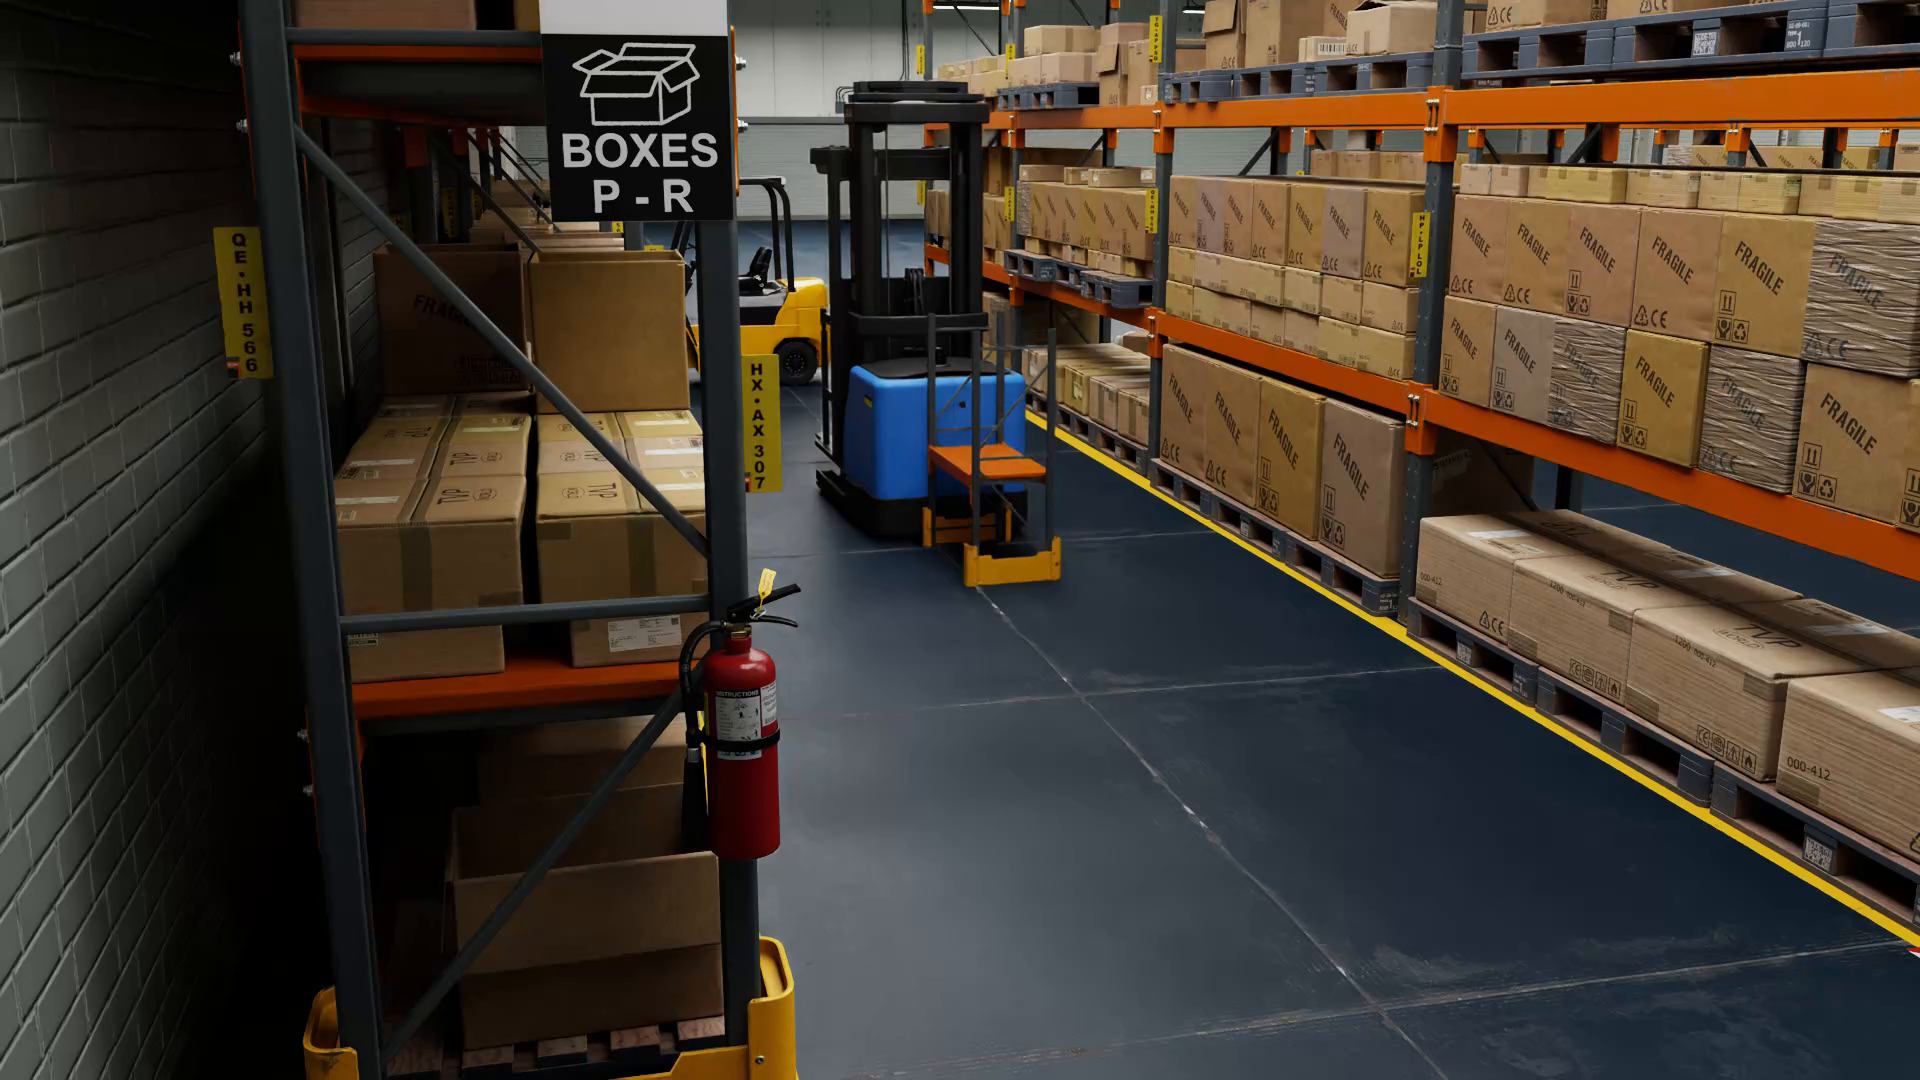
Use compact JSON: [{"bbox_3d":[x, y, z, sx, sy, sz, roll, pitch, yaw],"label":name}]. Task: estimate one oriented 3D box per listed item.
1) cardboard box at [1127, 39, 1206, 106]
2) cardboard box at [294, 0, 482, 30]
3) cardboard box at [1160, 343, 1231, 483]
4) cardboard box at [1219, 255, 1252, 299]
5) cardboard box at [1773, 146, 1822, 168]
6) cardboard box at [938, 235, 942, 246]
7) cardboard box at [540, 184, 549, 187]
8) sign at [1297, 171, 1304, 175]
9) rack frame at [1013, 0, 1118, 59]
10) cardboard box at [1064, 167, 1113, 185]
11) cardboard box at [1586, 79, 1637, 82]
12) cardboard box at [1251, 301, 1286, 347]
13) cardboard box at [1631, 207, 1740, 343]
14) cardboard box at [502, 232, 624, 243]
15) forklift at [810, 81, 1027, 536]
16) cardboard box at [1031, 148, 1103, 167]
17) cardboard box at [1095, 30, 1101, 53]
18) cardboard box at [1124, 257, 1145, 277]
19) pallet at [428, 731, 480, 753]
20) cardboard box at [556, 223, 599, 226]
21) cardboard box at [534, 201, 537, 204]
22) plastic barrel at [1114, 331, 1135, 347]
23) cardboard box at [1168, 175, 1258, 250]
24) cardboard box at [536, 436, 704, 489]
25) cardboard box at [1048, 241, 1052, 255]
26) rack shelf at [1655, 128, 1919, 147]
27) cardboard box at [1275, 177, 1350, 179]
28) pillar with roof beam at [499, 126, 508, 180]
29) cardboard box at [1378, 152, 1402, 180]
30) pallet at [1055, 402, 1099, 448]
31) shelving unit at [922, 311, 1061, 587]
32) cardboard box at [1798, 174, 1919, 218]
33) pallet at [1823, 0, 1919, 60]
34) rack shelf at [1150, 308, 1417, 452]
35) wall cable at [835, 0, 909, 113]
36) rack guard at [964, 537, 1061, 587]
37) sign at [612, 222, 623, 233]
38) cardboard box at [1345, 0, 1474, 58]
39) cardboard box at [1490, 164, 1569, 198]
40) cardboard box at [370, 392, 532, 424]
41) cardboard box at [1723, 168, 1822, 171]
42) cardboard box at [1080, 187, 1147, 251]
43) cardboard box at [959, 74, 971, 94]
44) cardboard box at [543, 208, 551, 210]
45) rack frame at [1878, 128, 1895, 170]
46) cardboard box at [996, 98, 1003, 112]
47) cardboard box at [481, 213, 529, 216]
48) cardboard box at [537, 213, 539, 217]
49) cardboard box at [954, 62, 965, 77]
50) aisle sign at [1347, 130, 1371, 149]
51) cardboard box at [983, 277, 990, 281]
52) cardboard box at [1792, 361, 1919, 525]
[{"bbox_3d":[1.734,-3.669,13.093,0.700,0.500,0.500,-3,14,-13],"label":"cardboard box"},{"bbox_3d":[-1.298,-1.217,3.796,0.380,0.149,0.250,-3,14,-12],"label":"cardboard box"},{"bbox_3d":[2.029,-0.952,12.094,0.875,0.875,0.875,-3,14,-14],"label":"cardboard box"},{"bbox_3d":[2.051,-1.748,11.025,0.500,0.250,0.500,-3,14,-13],"label":"cardboard box"},{"bbox_3d":[10.032,-4.417,19.742,0.500,0.500,0.500,-3,14,-13],"label":"cardboard box"},{"bbox_3d":[-0.053,-3.577,19.779,0.380,0.149,0.250,-3,14,-13],"label":"cardboard box"},{"bbox_3d":[-4.058,-3.537,16.879,0.380,0.149,0.250,-3,14,-13],"label":"cardboard box"},{"bbox_3d":[4.315,-4.518,21.109,0.100,0.325,0.005,-3,14,-13],"label":"sign"},{"bbox_3d":[1.008,-5.781,15.628,1.000,3.000,0.127,-3,14,-13],"label":"rack frame"},{"bbox_3d":[1.130,-3.206,14.639,0.380,0.149,0.250,-2,14,-10],"label":"cardboard box"},{"bbox_3d":[6.029,-4.367,15.348,0.396,0.266,0.258,-3,14,-13],"label":"cardboard box"},{"bbox_3d":[2.192,-1.392,10.619,0.500,0.250,0.500,-3,14,-13],"label":"cardboard box"},{"bbox_3d":[3.101,-1.080,6.709,0.500,0.500,0.500,-3,14,-14],"label":"cardboard box"},{"bbox_3d":[-2.314,-1.554,9.866,0.797,0.503,0.637,-4,14,-14],"label":"cardboard box"},{"bbox_3d":[-0.442,-1.754,11.932,1.130,2.935,3.031,-4,14,-15],"label":"forklift"},{"bbox_3d":[1.115,-3.659,16.639,0.700,0.500,0.500,-3,14,-14],"label":"cardboard box"},{"bbox_3d":[1.268,-4.571,15.375,0.500,0.250,0.500,-3,14,-12],"label":"cardboard box"},{"bbox_3d":[1.508,-2.146,13.036,0.380,0.149,0.250,-3,14,-12],"label":"cardboard box"},{"bbox_3d":[-1.777,0.770,7.333,1.003,0.211,1.213,-3,14,-13],"label":"pallet"},{"bbox_3d":[-2.815,-2.239,12.195,0.380,0.149,0.250,-3,14,-12],"label":"cardboard box"},{"bbox_3d":[-4.354,-3.250,16.333,0.380,0.149,0.250,-3,14,-11],"label":"cardboard box"},{"bbox_3d":[2.025,-2.146,18.818,0.512,0.421,0.421,7,15,26],"label":"plastic barrel"},{"bbox_3d":[1.825,-2.351,11.911,0.500,0.500,0.500,-4,14,-15],"label":"cardboard box"},{"bbox_3d":[-0.961,-0.128,4.822,0.500,0.250,0.500,-3,14,-13],"label":"cardboard box"},{"bbox_3d":[1.021,-2.684,15.238,0.380,0.149,0.250,-2,14,-10],"label":"cardboard box"},{"bbox_3d":[10.171,-4.988,20.219,1.077,0.370,4.000,-3,14,-13],"label":"rack shelf"},{"bbox_3d":[2.451,-2.256,11.522,0.500,0.500,0.500,-3,14,-12],"label":"cardboard box"},{"bbox_3d":[-5.511,-10.608,35.385,9.100,9.000,0.400,-3,14,-13],"label":"pillar with roof beam"},{"bbox_3d":[5.375,-4.225,19.308,0.875,0.550,0.500,-3,14,-13],"label":"cardboard box"},{"bbox_3d":[1.482,-1.051,14.782,1.003,0.211,1.213,-3,14,-13],"label":"pallet"},{"bbox_3d":[0.179,-0.592,10.190,0.587,1.500,1.083,-4,14,-15],"label":"shelving unit"},{"bbox_3d":[3.310,-1.256,6.064,0.380,0.149,0.250,-3,14,-14],"label":"cardboard box"},{"bbox_3d":[3.641,-1.683,5.362,1.003,0.211,1.213,-3,14,-13],"label":"pallet"},{"bbox_3d":[2.417,-1.133,10.760,1.077,0.370,4.000,-3,14,-13],"label":"rack shelf"},{"bbox_3d":[-2.689,-16.067,50.565,2.305,6.003,0.169,-3,14,-13],"label":"wall cable"},{"bbox_3d":[0.312,0.129,9.873,0.587,0.250,0.087,-4,14,-15],"label":"rack guard"},{"bbox_3d":[-2.352,-2.223,11.432,0.100,0.325,0.005,-3,14,-13],"label":"sign"},{"bbox_3d":[2.475,-2.831,9.175,0.500,0.311,0.500,-3,14,-13],"label":"cardboard box"},{"bbox_3d":[2.784,-1.725,7.983,0.380,0.149,0.250,-3,14,-12],"label":"cardboard box"},{"bbox_3d":[-1.718,-0.338,5.679,0.500,0.250,0.500,-3,14,-13],"label":"cardboard box"},{"bbox_3d":[3.507,-1.519,7.139,0.380,0.149,0.250,-4,14,-14],"label":"cardboard box"},{"bbox_3d":[1.318,-2.665,13.794,0.500,0.500,0.500,-4,14,-17],"label":"cardboard box"},{"bbox_3d":[0.283,-4.834,17.760,0.500,0.250,0.500,-3,14,-12],"label":"cardboard box"},{"bbox_3d":[-3.520,-2.886,14.844,0.380,0.149,0.250,-3,14,-11],"label":"cardboard box"},{"bbox_3d":[10.640,-3.419,18.601,1.000,3.000,0.127,-3,14,-13],"label":"rack frame"},{"bbox_3d":[0.580,-4.378,16.737,0.380,0.149,0.250,-3,14,-13],"label":"cardboard box"},{"bbox_3d":[-3.759,-2.621,13.756,0.380,0.149,0.250,-3,14,-13],"label":"cardboard box"},{"bbox_3d":[-4.533,-3.079,16.999,0.500,0.500,0.500,-3,14,-12],"label":"cardboard box"},{"bbox_3d":[0.147,-5.121,18.098,0.380,0.149,0.250,-3,14,-12],"label":"cardboard box"},{"bbox_3d":[5.131,-5.385,21.169,0.394,0.787,0.004,-3,14,-13],"label":"aisle sign"},{"bbox_3d":[0.510,-2.852,19.608,0.500,0.500,0.500,-3,14,-13],"label":"cardboard box"},{"bbox_3d":[3.352,-0.360,5.870,0.500,0.500,0.500,-4,14,-14],"label":"cardboard box"}]
